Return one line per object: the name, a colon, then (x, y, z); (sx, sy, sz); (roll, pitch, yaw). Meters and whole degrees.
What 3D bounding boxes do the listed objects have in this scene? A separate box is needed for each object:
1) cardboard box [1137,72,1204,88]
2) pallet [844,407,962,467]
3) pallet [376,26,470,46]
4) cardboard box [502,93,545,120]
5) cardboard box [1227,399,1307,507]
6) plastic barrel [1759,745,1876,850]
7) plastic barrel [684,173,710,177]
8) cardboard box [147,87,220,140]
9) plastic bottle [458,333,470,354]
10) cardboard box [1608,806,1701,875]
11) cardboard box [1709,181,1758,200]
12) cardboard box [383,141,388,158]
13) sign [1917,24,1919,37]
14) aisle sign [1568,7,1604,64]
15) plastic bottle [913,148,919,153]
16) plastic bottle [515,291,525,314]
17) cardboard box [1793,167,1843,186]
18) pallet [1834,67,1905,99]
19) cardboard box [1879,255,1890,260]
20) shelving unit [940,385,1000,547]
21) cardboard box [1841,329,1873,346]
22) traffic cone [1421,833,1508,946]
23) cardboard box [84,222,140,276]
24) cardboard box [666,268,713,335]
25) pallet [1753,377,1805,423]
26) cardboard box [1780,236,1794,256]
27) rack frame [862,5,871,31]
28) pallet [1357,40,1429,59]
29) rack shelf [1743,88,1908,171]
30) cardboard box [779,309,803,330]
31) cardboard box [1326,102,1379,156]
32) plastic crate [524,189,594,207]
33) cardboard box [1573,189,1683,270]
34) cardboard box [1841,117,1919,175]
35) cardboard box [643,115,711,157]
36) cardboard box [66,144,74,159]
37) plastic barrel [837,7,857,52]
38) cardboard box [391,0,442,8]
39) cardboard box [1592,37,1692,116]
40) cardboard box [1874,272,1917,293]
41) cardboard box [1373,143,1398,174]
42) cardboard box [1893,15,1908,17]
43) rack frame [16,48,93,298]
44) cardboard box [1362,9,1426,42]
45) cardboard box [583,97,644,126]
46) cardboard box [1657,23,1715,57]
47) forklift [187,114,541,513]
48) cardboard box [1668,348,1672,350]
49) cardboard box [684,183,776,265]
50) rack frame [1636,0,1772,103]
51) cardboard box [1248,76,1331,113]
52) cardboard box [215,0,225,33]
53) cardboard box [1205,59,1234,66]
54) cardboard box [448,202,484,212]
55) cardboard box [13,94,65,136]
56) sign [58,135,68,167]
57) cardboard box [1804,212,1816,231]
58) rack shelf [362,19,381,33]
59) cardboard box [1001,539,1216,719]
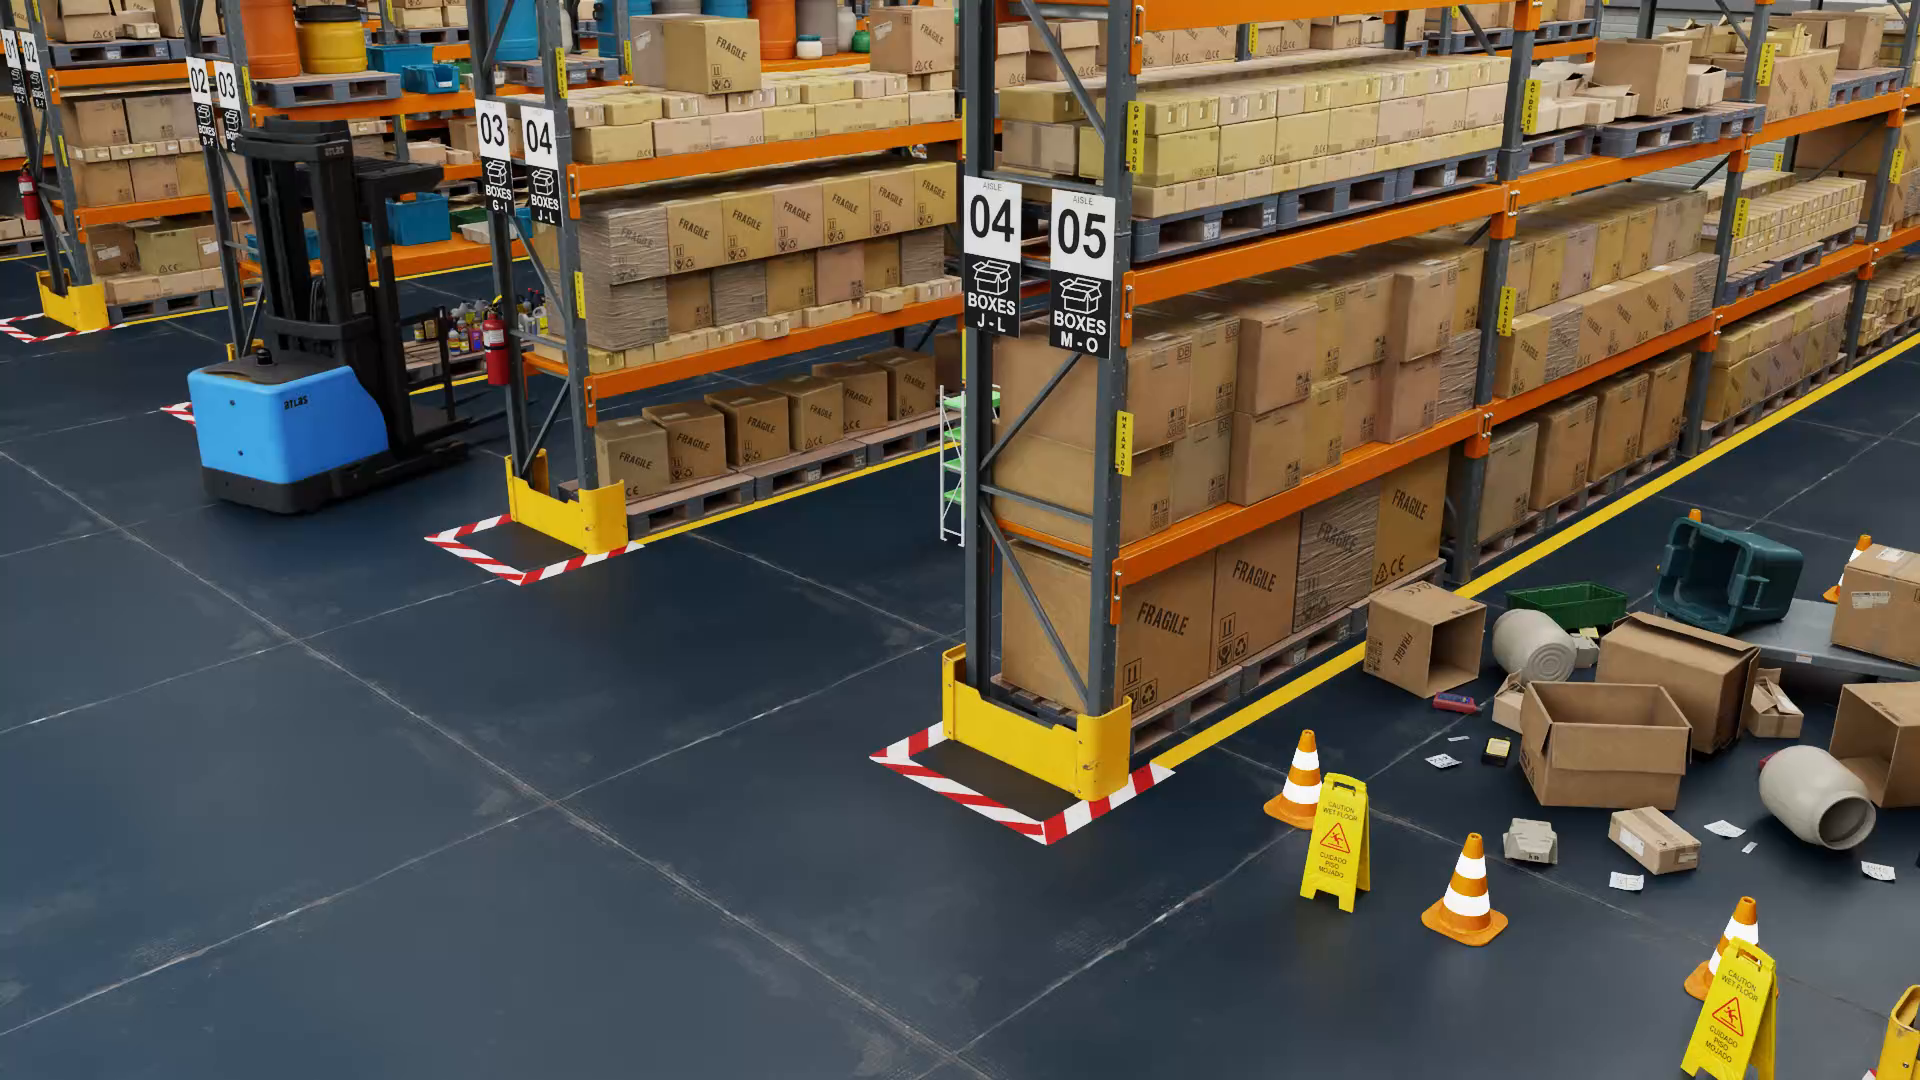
cardboard box: (1.129, -2.513, 9.264); (0.380, 0.149, 0.250); (19, 28, 41)
pallet: (-0.707, -0.995, 14.870); (1.003, 0.211, 1.213); (19, 28, 41)
pallet: (-6.753, -6.500, 21.390); (0.805, 0.209, 1.217); (18, 27, 39)
cardboard box: (-3.084, -3.116, 11.973); (0.380, 0.149, 0.250); (19, 28, 41)
cardboard box: (1.504, -0.619, 9.795); (0.875, 0.550, 0.550); (19, 28, 41)
plastic barrel: (4.402, 1.323, 8.543); (0.421, 0.421, 0.512); (-2, 21, -5)
plastic barrel: (-2.988, -3.973, 18.540); (0.433, 0.535, 0.433); (0, 21, 0)
cardboard box: (-9.064, -4.980, 19.402); (0.700, 0.500, 0.500); (19, 28, 41)
plastic bottle: (-5.043, -2.004, 16.894); (0.097, 0.201, 0.097); (0, 21, 0)
cardboard box: (3.513, 1.518, 8.417); (0.250, 0.149, 0.380); (-6, 22, -15)
cardboard box: (7.471, -3.370, 16.097); (0.380, 0.149, 0.250); (19, 28, 40)
cardboard box: (-9.383, -6.152, 26.225); (0.500, 0.250, 0.500); (19, 28, 40)
sign: (9.200, -4.955, 15.834); (0.100, 0.325, 0.005); (19, 28, 41)
aisle sign: (8.372, -6.720, 22.254); (0.394, 0.787, 0.004); (19, 28, 41)
plastic bottle: (-0.587, -5.024, 21.741); (0.097, 0.201, 0.097); (0, 21, 0)
plastic bottle: (-4.805, -2.535, 18.068); (0.144, 0.351, 0.185); (18, 27, 38)
cardboard box: (8.935, -3.648, 17.331); (0.500, 0.500, 0.500); (19, 28, 41)
pallet: (8.293, -4.448, 16.047); (1.213, 0.211, 1.003); (19, 28, 41)
cardboard box: (10.608, -3.255, 19.423); (0.380, 0.149, 0.250); (19, 28, 40)
shelving unit: (0.115, -0.603, 12.470); (0.258, 1.200, 0.503); (19, 28, 41)
cardboard box: (9.284, -2.146, 17.365); (0.380, 0.149, 0.250); (18, 27, 38)
traffic cone: (2.389, 1.590, 7.792); (0.336, 0.463, 0.334); (19, 28, 41)
cardboard box: (-9.989, -3.406, 19.456); (0.500, 0.500, 0.500); (19, 28, 41)
cardboard box: (-2.388, -1.929, 12.858); (0.875, 0.500, 0.500); (19, 28, 41)
pallet: (7.407, -1.450, 16.054); (1.003, 0.211, 1.213); (19, 28, 41)
cardboard box: (7.390, -2.724, 15.245); (0.250, 0.149, 0.380); (-20, 29, -41)
rack frame: (-1.778, -7.015, 26.645); (1.000, 3.000, 0.127); (19, 28, 41)
pallet: (4.713, -5.598, 19.043); (0.805, 0.209, 1.217); (18, 27, 39)
rack shelf: (7.405, -3.818, 15.148); (1.077, 0.370, 4.000); (19, 28, 41)
cardboard box: (-1.490, -1.805, 13.441); (0.380, 0.149, 0.250); (19, 28, 41)
cardboard box: (2.005, -2.344, 9.380); (0.500, 0.250, 0.500); (19, 28, 40)
plastic crate: (-4.269, -3.586, 17.811); (0.767, 0.338, 0.504); (19, 28, 41)
cardboard box: (5.338, -2.510, 13.390); (0.700, 0.500, 0.500); (19, 28, 40)
cardboard box: (9.289, -3.975, 16.787); (0.500, 0.500, 0.500); (-19, 28, -41)
cardboard box: (-2.178, -2.974, 12.159); (0.500, 0.250, 0.500); (18, 28, 39)
cardboard box: (-10.019, -4.426, 18.865); (0.380, 0.149, 0.250); (19, 28, 40)
plastic barrel: (-1.458, -6.196, 20.176); (0.421, 0.512, 0.421); (0, 21, 0)
cardboard box: (-6.900, -6.984, 20.961); (0.500, 0.500, 0.500); (20, 29, 41)
cardboard box: (4.998, -3.412, 12.226); (0.500, 0.500, 0.500); (19, 28, 41)
cardboard box: (10.297, -2.843, 18.348); (0.380, 0.149, 0.250); (19, 28, 41)
cardboard box: (2.307, -2.235, 9.654); (0.380, 0.149, 0.250); (19, 28, 40)
cardboard box: (9.390, -5.093, 16.420); (0.380, 0.149, 0.250); (18, 27, 38)
rack frame: (-10.149, -3.931, 18.620); (1.000, 3.000, 0.127); (19, 28, 41)
cardboard box: (4.919, -6.026, 19.166); (0.500, 0.500, 0.700); (-19, 28, -41)
cardboard box: (-2.446, -3.022, 11.728); (0.250, 0.149, 0.380); (-19, 28, -41)
cardboard box: (6.106, -4.213, 13.966); (0.396, 0.266, 0.258); (19, 28, 41)
forklift: (-4.907, -2.058, 13.843); (1.130, 2.935, 3.031); (11, 24, 27)
cardboard box: (6.299, -1.860, 15.087); (0.500, 0.250, 0.500); (18, 28, 39)
cardboard box: (-1.774, -2.431, 12.772); (0.500, 0.500, 0.500); (19, 28, 41)
rack frame: (6.010, -5.040, 13.144); (1.000, 3.000, 0.127); (19, 28, 41)
cardboard box: (1.777, -2.413, 9.006); (0.380, 0.149, 0.250); (19, 28, 40)
cardboard box: (-8.598, -6.277, 19.619); (0.637, 0.503, 0.797); (-16, 26, -36)
cardboard box: (2.371, -4.653, 16.528); (0.500, 0.250, 0.500); (19, 28, 41)
cardboard box: (-6.539, -4.304, 22.058); (0.500, 0.311, 0.500); (19, 28, 40)
cardboard box: (-12.436, -5.762, 22.521); (0.500, 0.500, 0.500); (18, 27, 39)
sign: (-9.756, -4.231, 18.085); (0.100, 0.325, 0.005); (19, 28, 41)
cardboard box: (7.747, -2.994, 15.533); (0.380, 0.149, 0.250); (19, 28, 41)
rack shelf: (-9.516, -7.776, 25.447); (1.077, 0.370, 4.000); (19, 28, 41)
cardboard box: (0.855, 0.422, 9.672); (0.875, 0.875, 0.875); (19, 28, 41)
